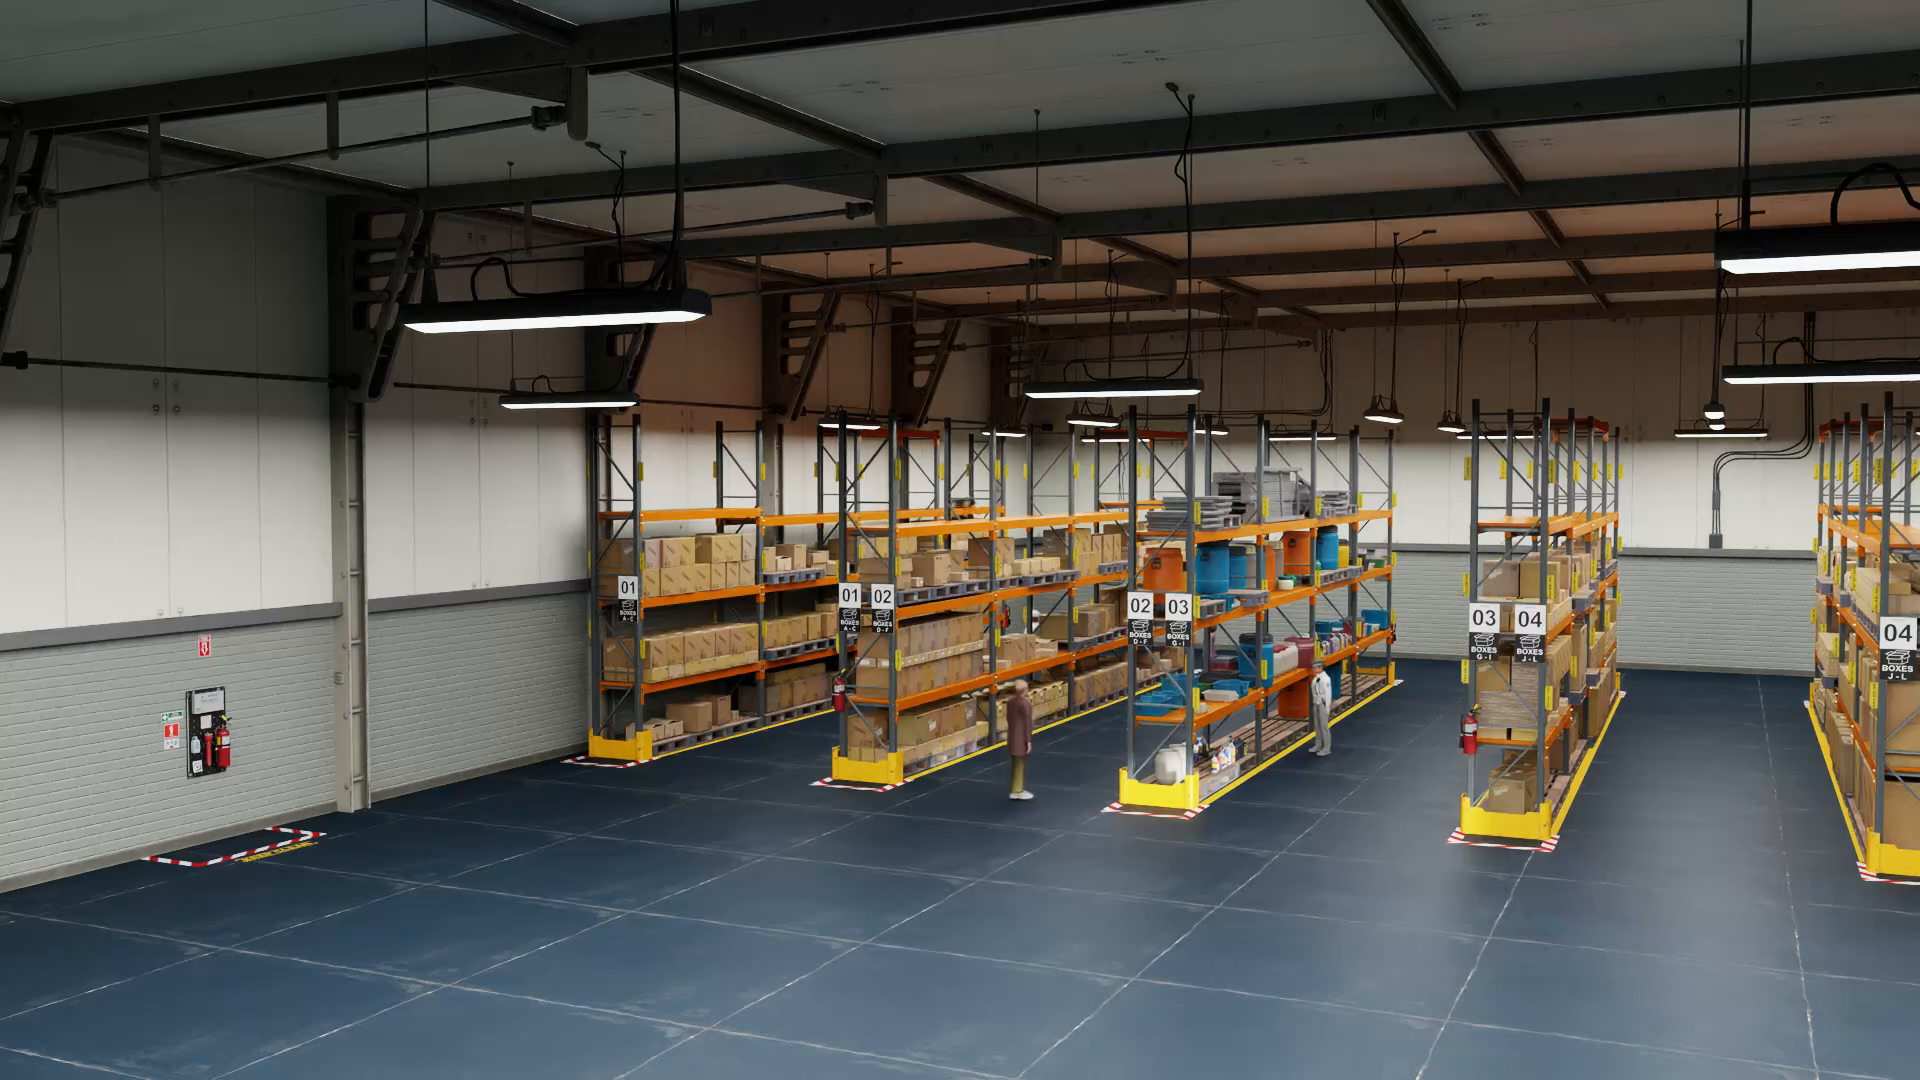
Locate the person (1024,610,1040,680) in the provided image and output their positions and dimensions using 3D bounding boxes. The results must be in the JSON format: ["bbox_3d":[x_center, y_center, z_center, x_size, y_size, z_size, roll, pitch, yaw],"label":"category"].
[{"bbox_3d":[1.668,2.517,39.010,0.502,1.753,0.642,0,2,10],"label":"person"}]

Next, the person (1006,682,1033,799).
[{"bbox_3d":[0.952,3.060,25.439,0.438,1.795,0.608,-1,3,-29],"label":"person"}]

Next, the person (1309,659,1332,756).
[{"bbox_3d":[6.403,2.953,29.500,0.363,1.669,0.554,0,2,-7],"label":"person"}]

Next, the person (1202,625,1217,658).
[{"bbox_3d":[5.648,2.669,37.638,0.357,1.614,0.475,0,2,-9],"label":"person"}]
